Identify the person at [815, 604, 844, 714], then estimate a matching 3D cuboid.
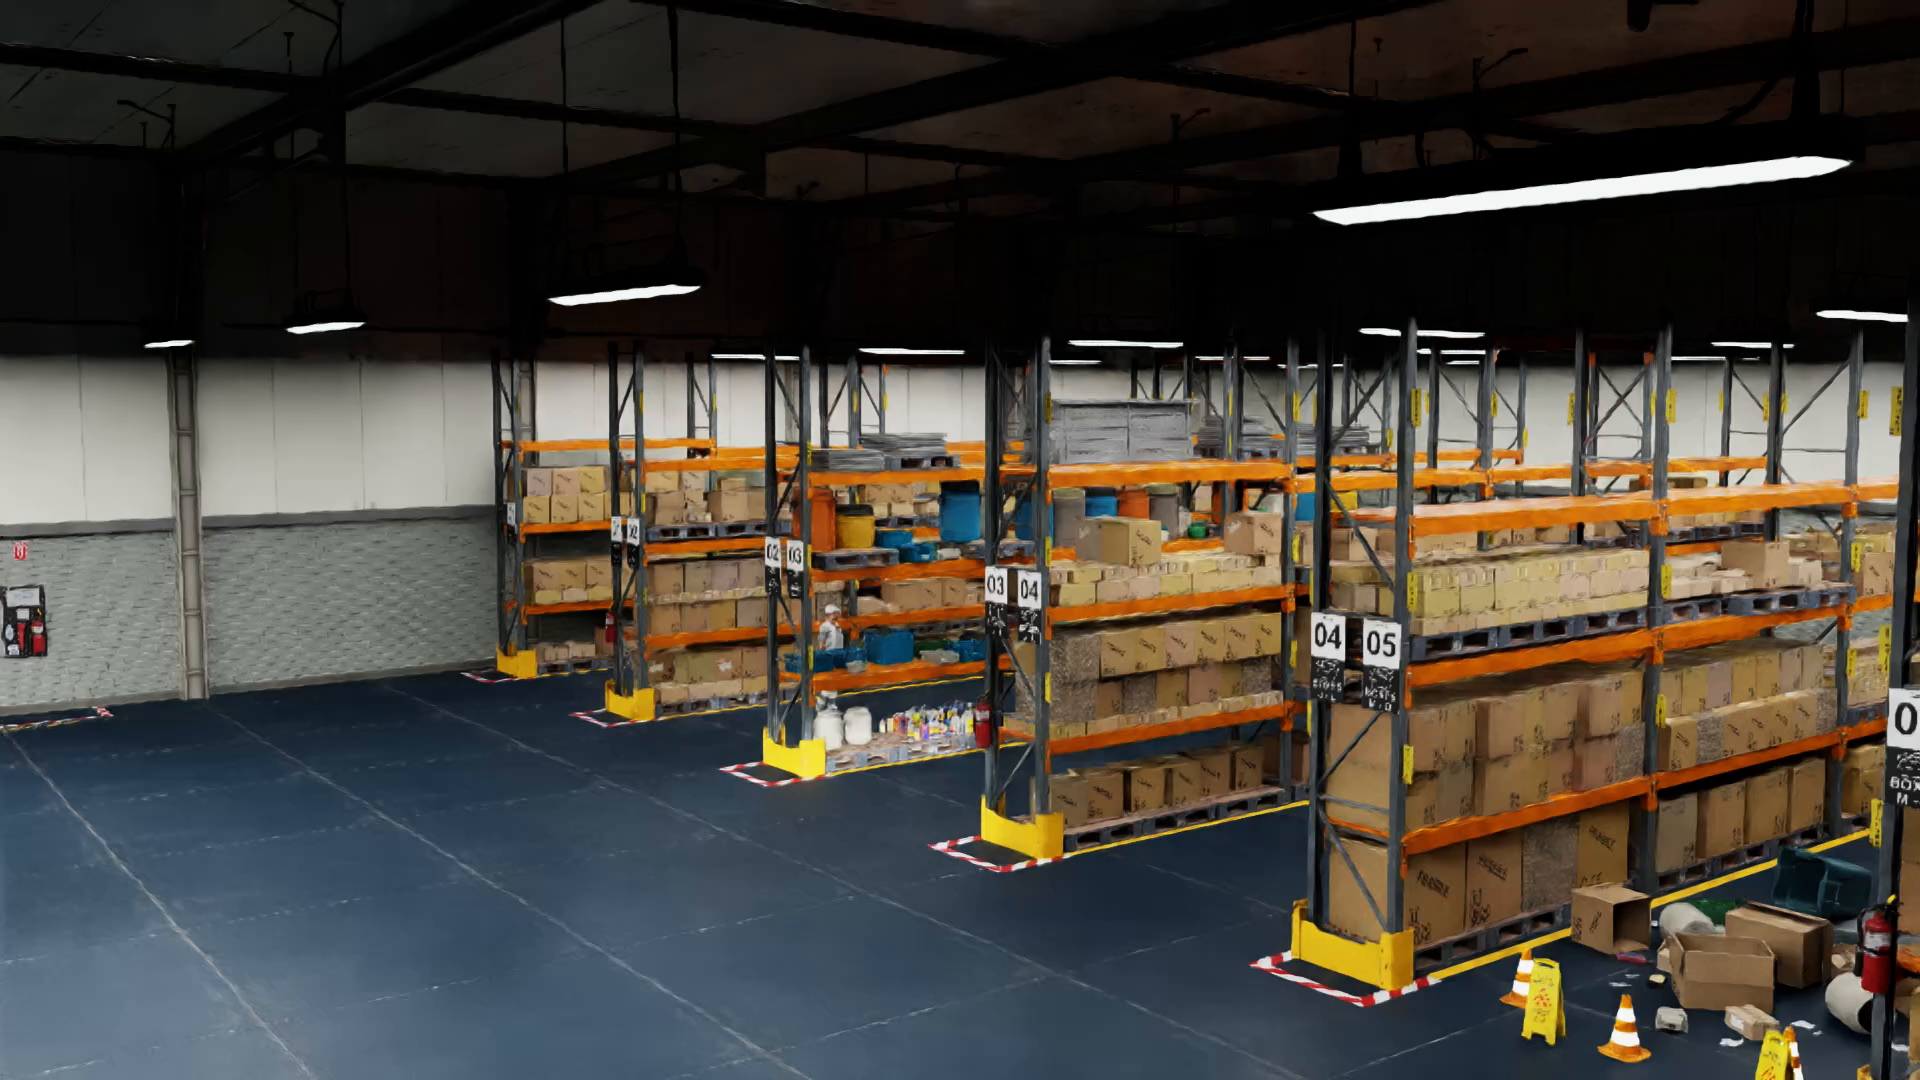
[{"bbox_3d":[-2.087,1.923,26.754,0.443,1.786,0.598,2,6,26],"label":"person"}]
